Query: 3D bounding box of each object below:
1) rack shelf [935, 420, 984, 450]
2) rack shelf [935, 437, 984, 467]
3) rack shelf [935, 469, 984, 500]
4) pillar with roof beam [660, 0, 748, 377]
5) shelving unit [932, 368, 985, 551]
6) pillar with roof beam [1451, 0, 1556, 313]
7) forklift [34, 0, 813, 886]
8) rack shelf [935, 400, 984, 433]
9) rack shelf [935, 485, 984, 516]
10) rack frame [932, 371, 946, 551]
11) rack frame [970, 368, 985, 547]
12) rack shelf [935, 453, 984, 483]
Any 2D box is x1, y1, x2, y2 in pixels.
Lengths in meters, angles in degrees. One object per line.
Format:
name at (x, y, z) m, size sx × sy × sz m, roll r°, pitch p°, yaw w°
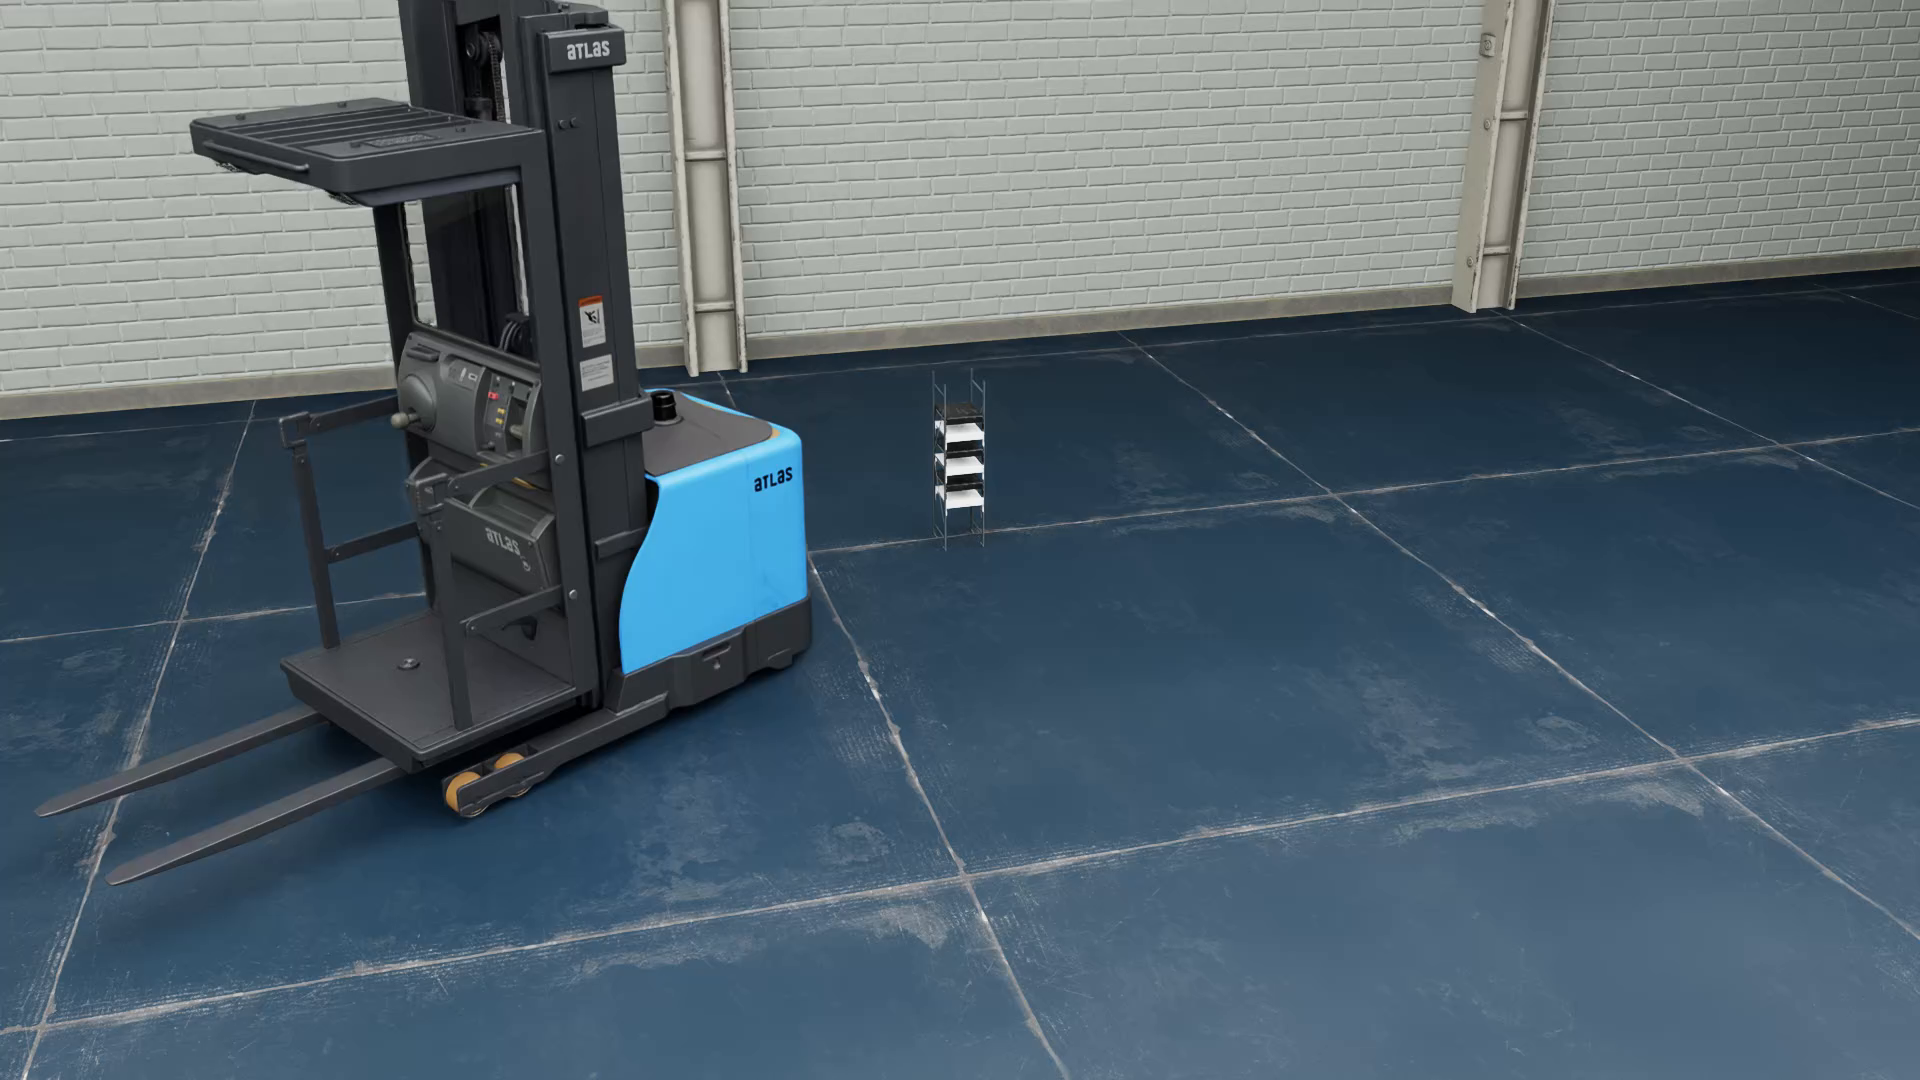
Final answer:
rack shelf at (-0.008, -0.547, 8.513) m, size 0.200 × 0.077 × 0.258 m, roll -6°, pitch 24°, yaw -14°
rack shelf at (-0.008, -0.465, 8.548) m, size 0.200 × 0.077 × 0.258 m, roll -6°, pitch 24°, yaw -14°
rack shelf at (-0.008, -0.299, 8.619) m, size 0.200 × 0.077 × 0.258 m, roll -6°, pitch 24°, yaw -14°
pillar with roof beam at (-0.528, -3.696, 5.951) m, size 0.400 × 9.000 × 9.100 m, roll -6°, pitch 24°, yaw -14°
shelving unit at (-0.008, -0.413, 8.571) m, size 0.210 × 0.900 × 0.258 m, roll -6°, pitch 24°, yaw -14°
pillar with roof beam at (5.249, -4.335, 7.441) m, size 0.400 × 9.000 × 9.100 m, roll -6°, pitch 24°, yaw -14°
forklift at (-2.033, -0.524, 6.254) m, size 1.130 × 2.935 × 3.031 m, roll 20°, pitch 30°, yaw 39°
rack shelf at (-0.008, -0.630, 8.477) m, size 0.200 × 0.077 × 0.258 m, roll -6°, pitch 24°, yaw -14°
rack shelf at (-0.008, -0.217, 8.655) m, size 0.200 × 0.077 × 0.258 m, roll -6°, pitch 24°, yaw -14°
rack frame at (-0.106, -0.402, 8.545) m, size 0.006 × 0.900 × 0.240 m, roll -6°, pitch 24°, yaw -14°
rack frame at (0.090, -0.424, 8.596) m, size 0.006 × 0.900 × 0.240 m, roll -6°, pitch 24°, yaw -14°
rack shelf at (-0.008, -0.382, 8.584) m, size 0.200 × 0.077 × 0.258 m, roll -6°, pitch 24°, yaw -14°
